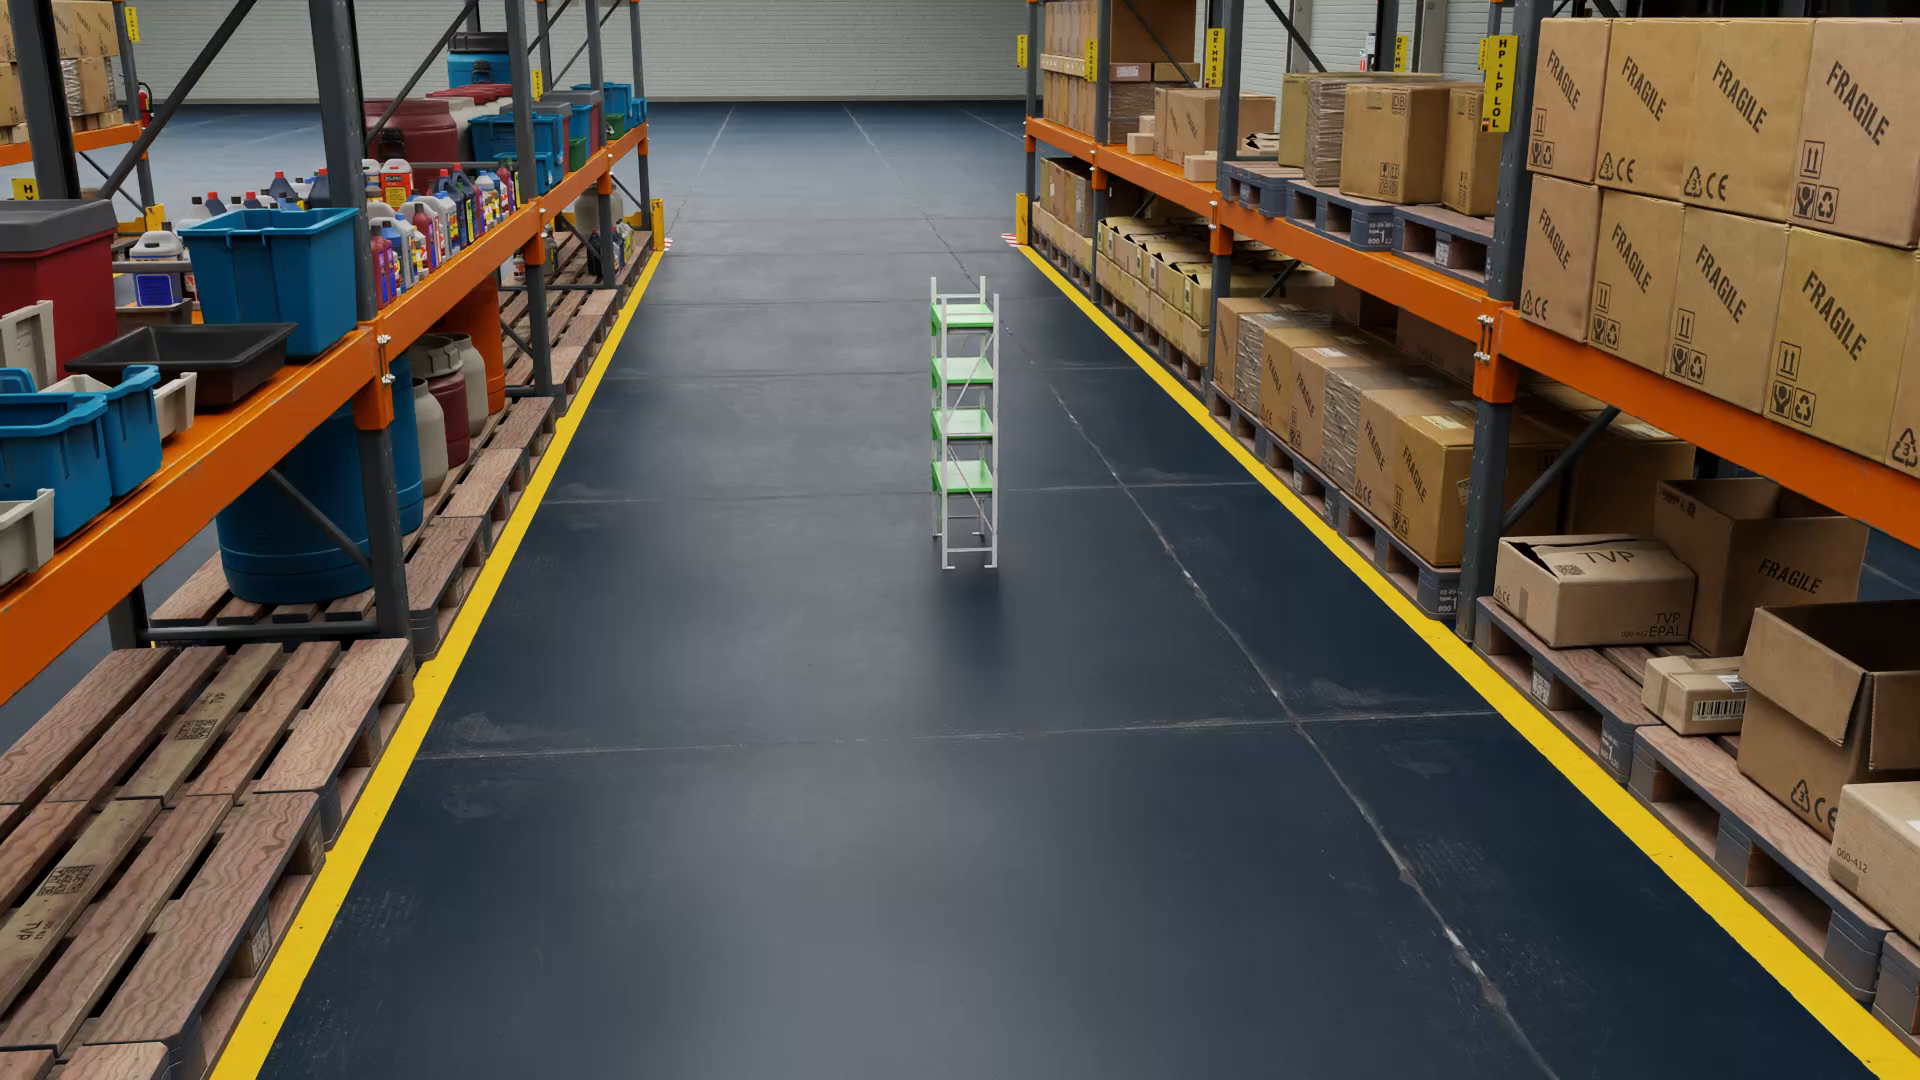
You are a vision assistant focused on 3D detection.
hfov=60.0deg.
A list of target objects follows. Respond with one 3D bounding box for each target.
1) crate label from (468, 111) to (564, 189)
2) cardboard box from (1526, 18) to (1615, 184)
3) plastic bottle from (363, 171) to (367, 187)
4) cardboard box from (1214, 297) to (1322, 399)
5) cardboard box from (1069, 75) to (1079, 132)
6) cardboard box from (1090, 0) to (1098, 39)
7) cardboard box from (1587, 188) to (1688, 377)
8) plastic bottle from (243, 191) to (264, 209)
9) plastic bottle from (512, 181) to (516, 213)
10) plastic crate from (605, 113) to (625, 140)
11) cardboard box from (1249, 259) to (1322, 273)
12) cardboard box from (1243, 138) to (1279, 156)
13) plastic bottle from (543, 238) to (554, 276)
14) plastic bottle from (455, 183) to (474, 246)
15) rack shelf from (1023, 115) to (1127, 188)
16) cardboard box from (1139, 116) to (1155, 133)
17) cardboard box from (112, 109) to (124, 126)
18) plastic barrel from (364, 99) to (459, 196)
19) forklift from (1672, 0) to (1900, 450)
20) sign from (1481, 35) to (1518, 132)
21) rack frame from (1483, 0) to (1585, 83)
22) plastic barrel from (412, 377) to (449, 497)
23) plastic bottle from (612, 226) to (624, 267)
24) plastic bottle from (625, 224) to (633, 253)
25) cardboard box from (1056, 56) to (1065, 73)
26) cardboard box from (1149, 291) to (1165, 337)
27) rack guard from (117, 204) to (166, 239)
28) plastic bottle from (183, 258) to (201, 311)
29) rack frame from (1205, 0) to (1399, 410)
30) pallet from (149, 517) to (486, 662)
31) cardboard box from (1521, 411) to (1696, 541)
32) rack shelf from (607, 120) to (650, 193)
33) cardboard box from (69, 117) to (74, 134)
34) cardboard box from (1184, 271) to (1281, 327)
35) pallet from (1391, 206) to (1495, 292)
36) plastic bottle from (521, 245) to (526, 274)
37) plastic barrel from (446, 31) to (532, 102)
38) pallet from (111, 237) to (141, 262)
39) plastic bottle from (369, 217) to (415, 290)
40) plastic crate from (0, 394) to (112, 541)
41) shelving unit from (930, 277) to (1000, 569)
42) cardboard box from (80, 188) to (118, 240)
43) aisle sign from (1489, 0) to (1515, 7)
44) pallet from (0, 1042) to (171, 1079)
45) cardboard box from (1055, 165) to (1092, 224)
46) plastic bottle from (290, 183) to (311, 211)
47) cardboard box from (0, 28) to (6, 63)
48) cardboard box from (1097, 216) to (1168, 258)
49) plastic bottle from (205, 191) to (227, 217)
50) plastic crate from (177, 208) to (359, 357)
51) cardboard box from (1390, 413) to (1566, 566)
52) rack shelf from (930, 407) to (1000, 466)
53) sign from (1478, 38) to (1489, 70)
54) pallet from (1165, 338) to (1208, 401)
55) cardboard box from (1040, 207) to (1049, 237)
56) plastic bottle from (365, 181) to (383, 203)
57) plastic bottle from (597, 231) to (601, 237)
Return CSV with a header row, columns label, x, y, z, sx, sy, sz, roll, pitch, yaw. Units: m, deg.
label,x,y,z,sx,sy,sz,roll,pitch,yaw
crate label,-2.736,-2.420,10.320,0.502,0.435,0.616,-2,18,-6
cardboard box,2.206,-1.435,5.404,0.500,0.500,0.500,-1,17,-4
plastic bottle,-3.195,-1.863,8.820,0.097,0.271,0.097,0,17,0
cardboard box,1.787,-1.124,9.688,0.500,0.500,0.500,-1,17,-3
cardboard box,1.397,-4.082,15.503,0.700,0.500,0.500,-1,17,-4
cardboard box,1.506,-4.392,14.326,0.700,0.500,0.500,-2,18,-6
cardboard box,2.274,-0.794,5.032,0.500,0.500,0.500,-1,17,-5
plastic bottle,-2.786,-1.207,6.597,0.144,0.351,0.185,-2,18,-6
plastic bottle,-2.443,-1.862,8.932,0.097,0.201,0.097,0,17,0
plastic crate,-3.175,-3.603,14.499,0.450,0.188,0.662,-2,18,-6
cardboard box,2.200,-1.728,11.128,0.500,0.311,0.500,-2,18,-7
cardboard box,2.030,-2.318,10.202,0.500,0.311,0.500,-1,17,-2
plastic bottle,-3.525,-2.424,14.079,0.144,0.351,0.185,-2,18,-6
plastic bottle,-2.286,-1.501,7.644,0.061,0.283,0.133,-2,18,-6
rack shelf,1.406,-3.695,15.641,1.077,0.370,4.000,-2,18,-6
cardboard box,1.706,-3.226,13.195,0.500,0.250,0.500,-1,17,-2
cardboard box,-8.420,-4.131,16.248,0.380,0.149,0.250,-2,18,-6
plastic barrel,-3.252,-2.293,9.746,0.600,0.536,0.708,-2,18,-6
forklift,4.741,-2.213,9.833,1.130,2.935,3.031,11,21,32
sign,1.885,-1.593,5.812,0.100,0.325,0.005,-2,18,-6
rack frame,6.126,-4.789,17.922,1.000,3.000,0.127,-2,18,-6
plastic barrel,-2.572,-0.465,7.604,0.421,0.512,0.421,0,17,0
plastic bottle,-3.005,-2.546,14.468,0.144,0.351,0.185,-3,18,-8
plastic bottle,-3.104,-2.783,15.348,0.152,0.276,0.135,-2,18,-5
cardboard box,1.134,-4.561,15.946,0.380,0.149,0.250,-2,18,-7
cardboard box,1.622,-1.592,11.630,0.500,0.250,0.500,-1,17,-4
rack guard,-8.647,-3.114,16.762,1.175,0.500,0.348,-2,18,-6
plastic bottle,-2.730,-0.929,5.961,0.097,0.201,0.097,0,17,0
rack frame,2.024,-2.251,9.839,1.000,3.000,0.127,-2,18,-6
pallet,-2.529,0.192,6.714,1.003,0.211,1.213,-2,18,-6
cardboard box,2.629,-0.228,6.835,0.500,0.500,0.500,-3,18,-8
rack shelf,-3.522,-3.544,15.157,1.077,0.370,4.000,-2,18,-6
cardboard box,-8.161,-3.688,14.834,0.380,0.149,0.250,-2,18,-6
cardboard box,1.725,-1.556,10.577,0.500,0.311,0.500,-1,17,-4
pallet,2.463,-1.209,6.841,1.003,0.211,1.213,-2,18,-6
plastic bottle,-3.669,-2.420,14.065,0.144,0.351,0.185,-2,18,-7
plastic barrel,-3.577,-3.406,12.680,0.600,0.901,0.708,-2,18,-6
pallet,-8.598,-2.733,16.031,1.003,0.211,1.213,-2,18,-6
plastic bottle,-2.197,-1.107,6.402,0.152,0.276,0.135,-2,18,-6
plastic crate,-1.912,-0.140,3.296,0.416,0.233,0.300,-2,18,-6
shelving unit,0.017,-0.523,7.340,0.258,1.200,0.503,-2,18,-6
cardboard box,-8.607,-3.151,16.177,0.500,0.500,0.500,1,17,5
aisle sign,5.820,-6.041,17.572,0.394,0.787,0.004,-2,18,-6
pallet,-2.124,1.368,2.968,1.003,0.211,1.213,-2,18,-6
cardboard box,1.185,-3.267,15.713,0.500,0.500,0.500,-2,18,-6
plastic bottle,-3.037,-1.488,7.616,0.152,0.276,0.135,-2,18,-6
cardboard box,-8.089,-4.095,13.381,0.500,0.500,0.500,-2,18,-6
cardboard box,1.407,-2.468,13.484,0.500,0.311,0.500,-2,18,-5
plastic bottle,-2.930,-1.203,6.582,0.144,0.351,0.185,-2,18,-6
plastic crate,-2.103,-0.800,5.143,0.392,0.384,0.575,-2,18,-6
cardboard box,2.101,-0.215,6.792,0.500,0.500,0.500,-2,18,-6
rack shelf,0.017,-0.462,7.359,0.258,0.148,0.480,-2,18,-6
sign,5.586,-5.185,17.739,0.100,0.325,0.005,-2,18,-6
pallet,1.978,-1.167,11.042,1.003,0.211,1.213,-2,18,-6
cardboard box,1.089,-3.208,16.775,0.500,0.250,0.500,-2,18,-6
plastic bottle,-3.010,-1.737,8.534,0.097,0.201,0.097,0,17,0
plastic bottle,-3.194,-2.625,14.845,0.152,0.276,0.135,-2,18,-6
